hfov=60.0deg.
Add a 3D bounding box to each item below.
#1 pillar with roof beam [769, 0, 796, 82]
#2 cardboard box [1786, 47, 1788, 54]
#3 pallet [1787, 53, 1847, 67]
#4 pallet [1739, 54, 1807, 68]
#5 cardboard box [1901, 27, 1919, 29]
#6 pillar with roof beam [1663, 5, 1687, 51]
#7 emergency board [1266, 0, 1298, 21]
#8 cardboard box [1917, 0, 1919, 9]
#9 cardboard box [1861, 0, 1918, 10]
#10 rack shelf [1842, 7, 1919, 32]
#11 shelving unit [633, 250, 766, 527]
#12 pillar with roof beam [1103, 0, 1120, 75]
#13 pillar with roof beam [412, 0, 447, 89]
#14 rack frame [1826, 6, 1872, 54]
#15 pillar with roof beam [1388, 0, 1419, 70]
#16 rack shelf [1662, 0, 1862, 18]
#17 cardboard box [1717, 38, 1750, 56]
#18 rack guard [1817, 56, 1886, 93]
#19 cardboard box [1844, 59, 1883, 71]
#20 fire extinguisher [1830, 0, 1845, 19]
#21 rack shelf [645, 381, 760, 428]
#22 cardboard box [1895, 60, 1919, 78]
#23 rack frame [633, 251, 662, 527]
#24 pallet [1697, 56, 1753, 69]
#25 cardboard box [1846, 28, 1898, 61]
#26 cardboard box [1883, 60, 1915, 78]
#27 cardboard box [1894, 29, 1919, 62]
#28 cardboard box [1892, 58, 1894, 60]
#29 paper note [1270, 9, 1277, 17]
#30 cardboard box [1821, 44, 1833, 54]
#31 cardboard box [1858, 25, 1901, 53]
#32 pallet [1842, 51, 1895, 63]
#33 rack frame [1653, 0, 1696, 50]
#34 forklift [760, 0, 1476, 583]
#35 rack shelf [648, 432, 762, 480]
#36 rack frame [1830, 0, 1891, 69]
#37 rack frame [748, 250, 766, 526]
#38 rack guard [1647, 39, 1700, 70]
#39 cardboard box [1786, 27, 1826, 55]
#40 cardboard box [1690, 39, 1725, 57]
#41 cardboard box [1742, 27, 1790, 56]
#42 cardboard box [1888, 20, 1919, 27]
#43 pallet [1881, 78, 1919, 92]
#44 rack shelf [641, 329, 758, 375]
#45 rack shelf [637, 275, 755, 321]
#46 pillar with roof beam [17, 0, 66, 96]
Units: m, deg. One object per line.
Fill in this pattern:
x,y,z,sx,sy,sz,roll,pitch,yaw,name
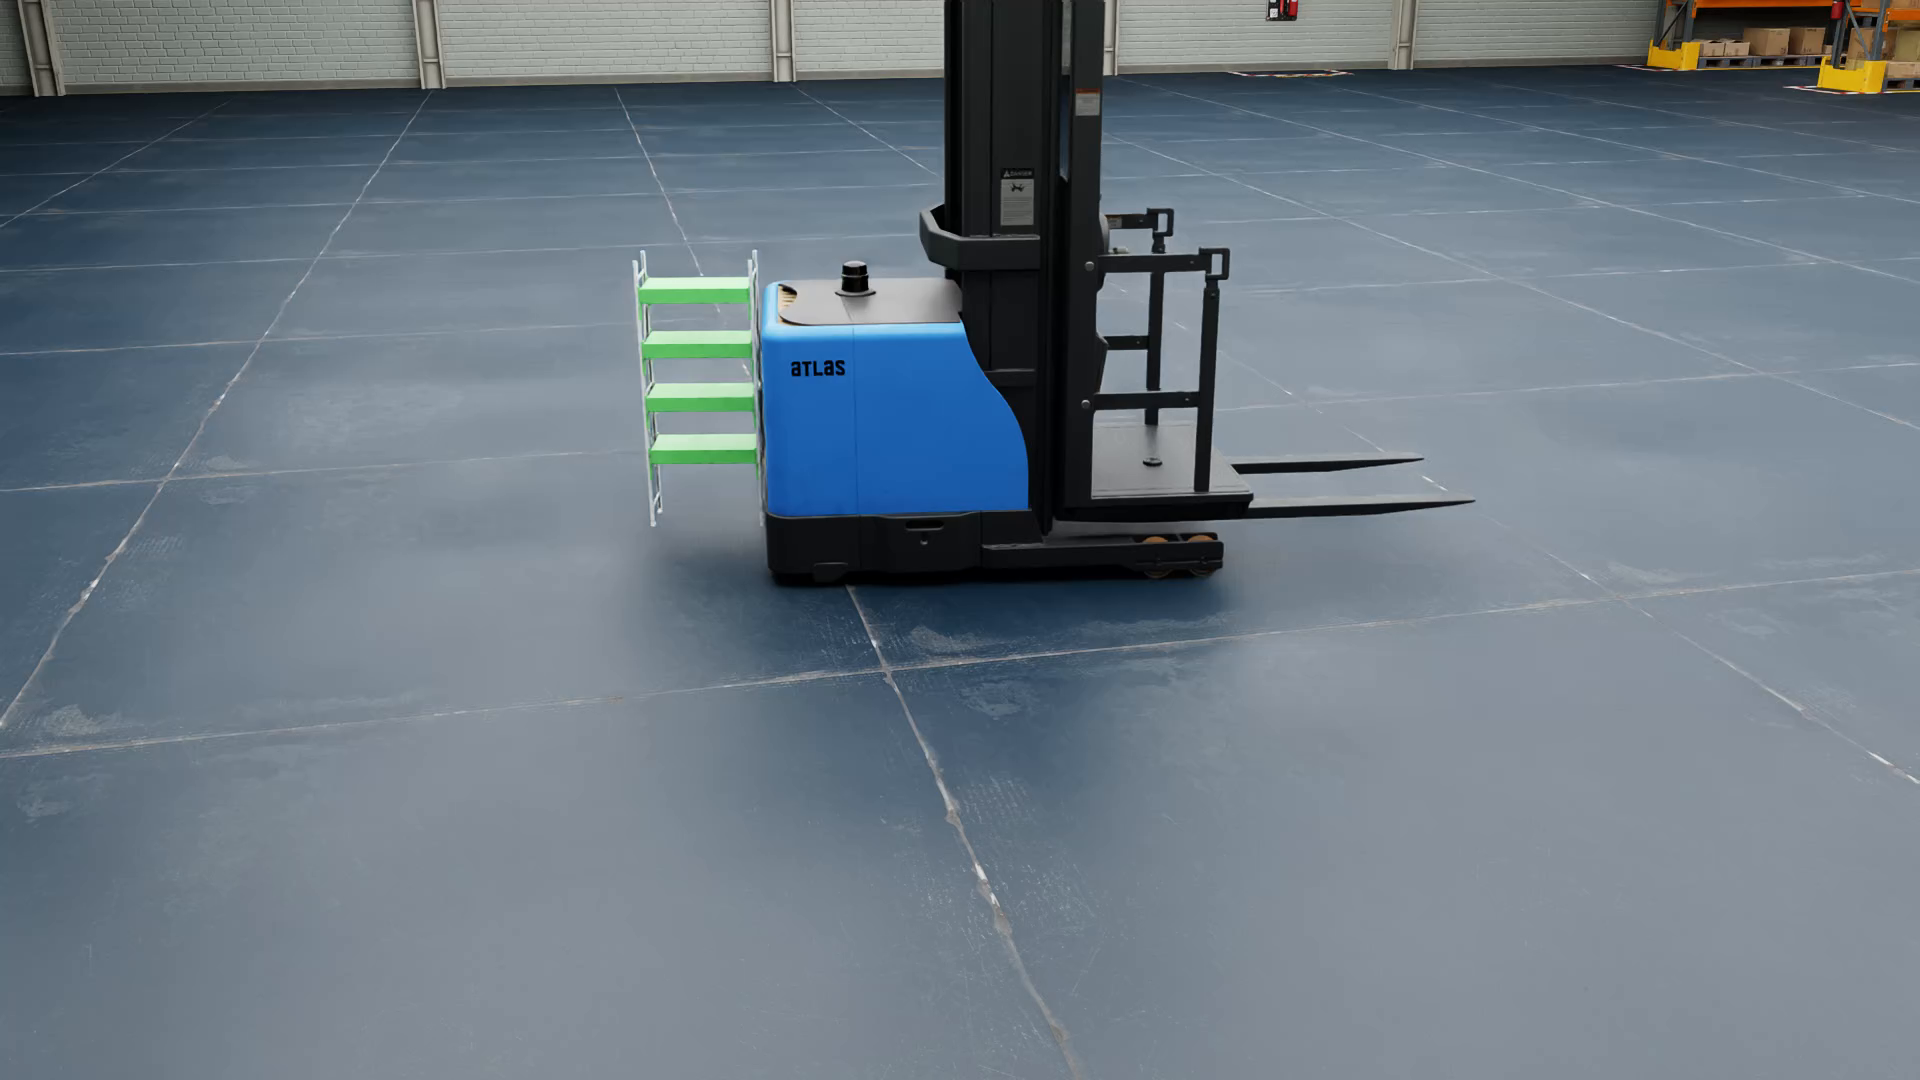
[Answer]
-2.150,-10.979,24.204,0.400,9.000,9.100,-5,21,-12,pillar with roof beam
16.226,-9.748,33.069,0.250,0.149,0.380,-6,21,-17,cardboard box
17.142,-9.625,33.284,1.213,0.211,1.003,-5,21,-12,pallet
15.952,-9.527,33.017,1.213,0.211,1.003,-5,21,-12,pallet
16.461,-8.509,28.480,0.500,0.500,0.500,-5,21,-12,cardboard box
15.367,-12.404,28.093,0.400,9.000,9.100,-5,21,-12,pillar with roof beam
6.124,-10.370,31.263,0.643,1.169,0.194,-5,21,-12,emergency board
16.005,-9.148,27.781,0.500,0.500,0.700,-4,21,-11,cardboard box
15.495,-9.105,27.663,0.500,0.500,0.700,-5,21,-12,cardboard box
16.984,-8.846,28.147,4.000,0.370,1.077,-5,21,-12,rack shelf
-1.140,-0.665,7.385,0.503,1.200,0.258,-1,20,-1,shelving unit
3.689,-11.454,25.500,0.400,9.000,9.100,-5,21,-12,pillar with roof beam
-7.989,-10.504,22.907,0.400,9.000,9.100,-5,21,-12,pillar with roof beam
17.787,-11.000,32.981,0.127,3.000,1.000,-5,21,-12,rack frame
9.528,-11.929,26.797,0.400,9.000,9.100,-5,21,-12,pillar with roof beam
15.841,-10.504,32.673,4.000,0.370,1.077,-5,21,-12,rack shelf
15.143,-9.697,32.694,0.500,0.311,0.500,-3,20,-8,cardboard box
15.015,-7.849,28.016,0.348,0.500,1.175,-5,21,-12,rack guard
15.492,-8.073,28.378,0.500,0.250,0.500,-5,21,-12,cardboard box
14.816,-9.135,28.004,0.183,0.674,0.296,-5,21,-12,fire extinguisher
-1.140,-0.605,7.407,0.480,0.148,0.258,-1,20,-1,rack shelf
16.097,-7.940,28.016,0.500,0.250,0.500,-5,21,-12,cardboard box
-1.384,-0.663,7.380,0.015,1.200,0.240,-1,20,-1,rack frame
14.767,-9.432,32.756,1.213,0.211,1.003,-5,21,-12,pallet
15.491,-8.425,28.251,0.500,0.500,0.500,-5,21,-12,cardboard box
15.611,-7.899,27.905,0.500,0.250,0.500,-5,21,-12,cardboard box
16.097,-8.292,27.886,0.500,0.500,0.500,-5,21,-12,cardboard box
15.976,-8.116,28.497,0.500,0.250,0.500,-5,21,-12,cardboard box
5.936,-9.966,31.440,0.142,0.148,0.016,-5,21,-12,paper note
17.273,-9.823,33.250,0.250,0.166,0.380,-7,21,-20,cardboard box
18.500,-10.096,33.510,0.500,0.500,0.700,-4,20,-11,cardboard box
18.544,-9.752,33.631,1.213,0.211,1.003,-5,21,-12,pallet
13.894,-10.683,32.117,0.127,3.000,1.000,-5,21,-12,rack frame
0.676,-1.400,6.874,3.031,2.935,1.130,-2,20,-5,forklift
-1.140,-0.380,7.489,0.480,0.148,0.258,-1,20,-1,rack shelf
15.038,-9.025,27.591,0.127,3.000,1.000,-5,21,-12,rack frame
-0.896,-0.667,7.390,0.015,1.200,0.240,-1,20,-1,rack frame
13.968,-9.515,32.564,0.348,0.500,1.175,-5,21,-12,rack guard
16.786,-9.937,33.075,0.500,0.500,0.500,-6,21,-17,cardboard box
14.588,-9.652,32.571,0.500,0.311,0.500,-7,21,-19,cardboard box
15.869,-9.827,32.775,0.500,0.500,0.700,-6,21,-16,cardboard box
18.927,-10.484,33.479,0.500,0.250,0.500,-5,21,-14,cardboard box
15.773,-7.790,28.275,1.213,0.211,1.003,-5,21,-12,pallet
-1.141,-0.830,7.324,0.480,0.148,0.258,-1,20,-1,rack shelf
-1.141,-1.056,7.242,0.480,0.148,0.258,-1,20,-1,rack shelf
-13.828,-10.029,21.611,0.400,9.000,9.100,-5,21,-12,pillar with roof beam
